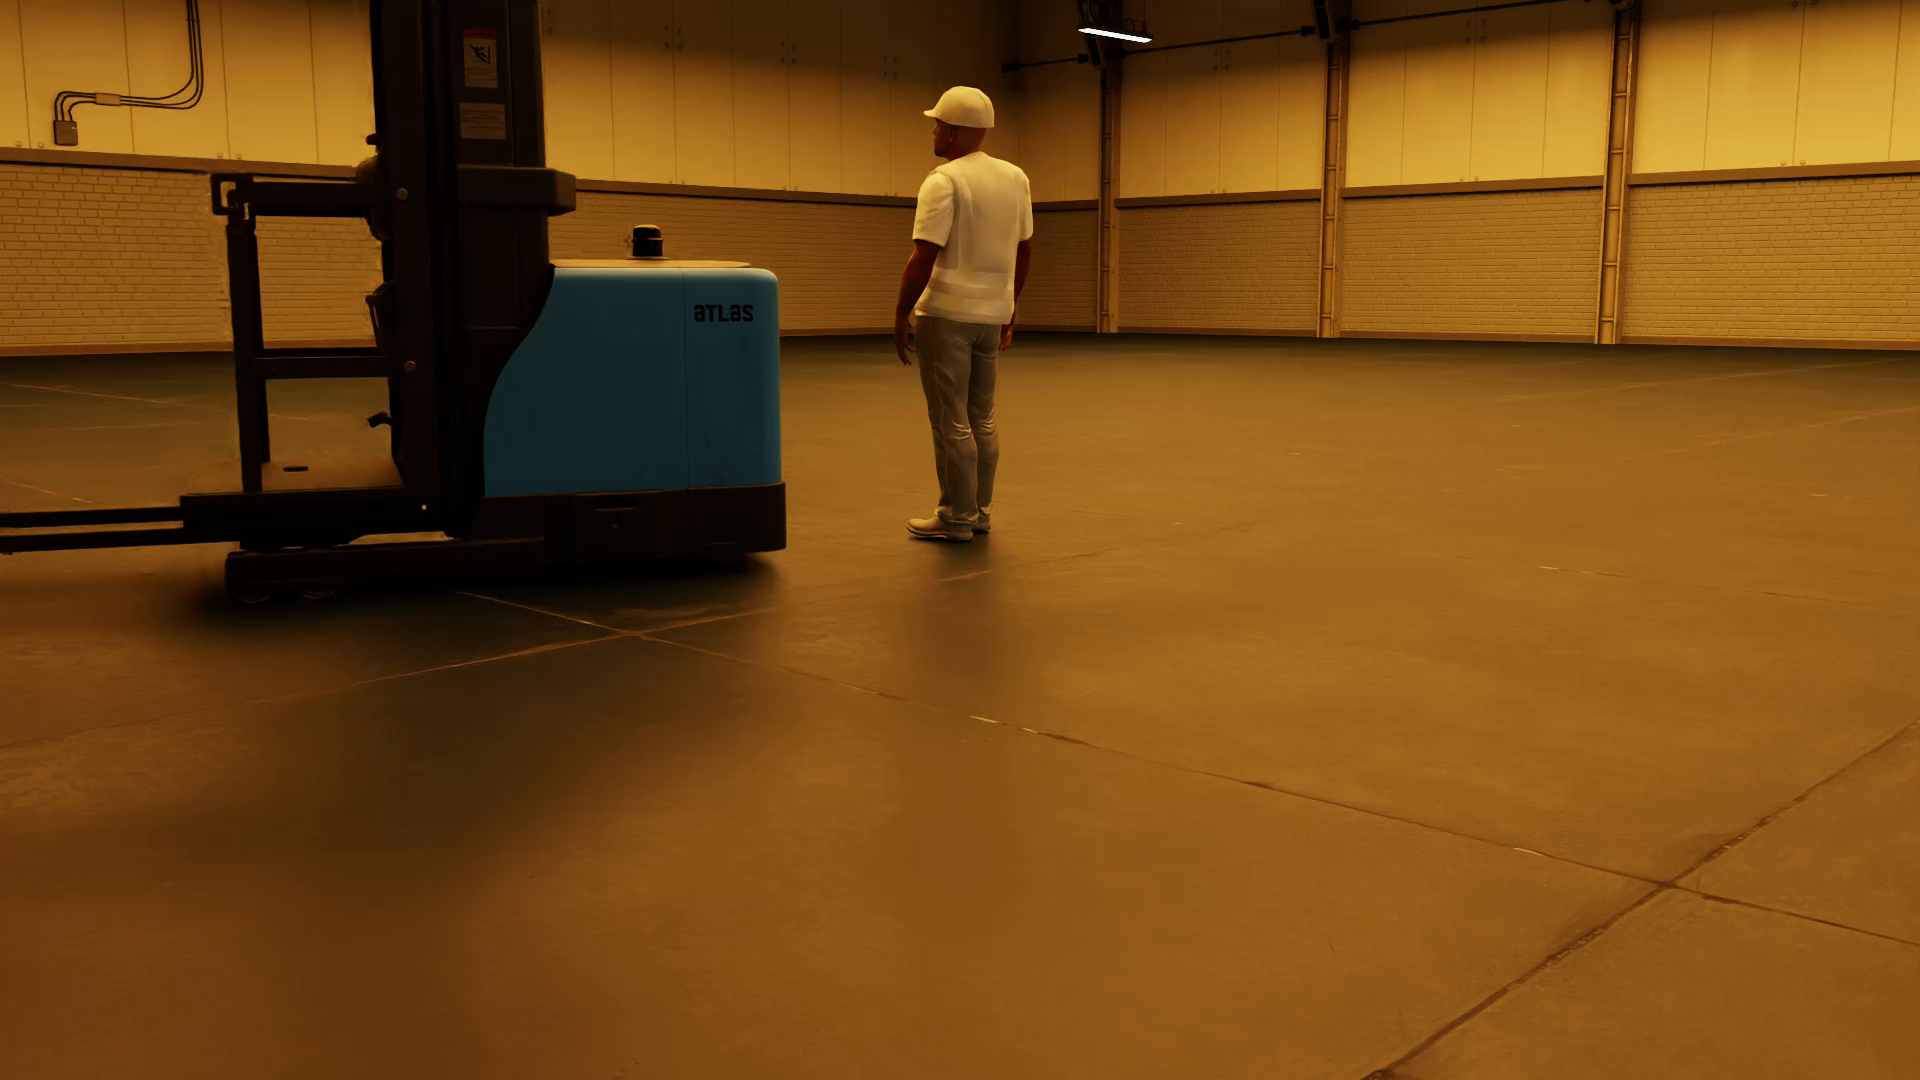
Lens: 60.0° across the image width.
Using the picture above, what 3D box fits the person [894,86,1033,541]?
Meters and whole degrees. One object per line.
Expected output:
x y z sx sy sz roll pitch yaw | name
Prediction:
-0.047 -0.888 6.637 0.574 1.769 0.665 8 12 43 | person

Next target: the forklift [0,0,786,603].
-2.204 -1.334 5.735 3.031 2.935 1.130 -3 9 -21 | forklift
